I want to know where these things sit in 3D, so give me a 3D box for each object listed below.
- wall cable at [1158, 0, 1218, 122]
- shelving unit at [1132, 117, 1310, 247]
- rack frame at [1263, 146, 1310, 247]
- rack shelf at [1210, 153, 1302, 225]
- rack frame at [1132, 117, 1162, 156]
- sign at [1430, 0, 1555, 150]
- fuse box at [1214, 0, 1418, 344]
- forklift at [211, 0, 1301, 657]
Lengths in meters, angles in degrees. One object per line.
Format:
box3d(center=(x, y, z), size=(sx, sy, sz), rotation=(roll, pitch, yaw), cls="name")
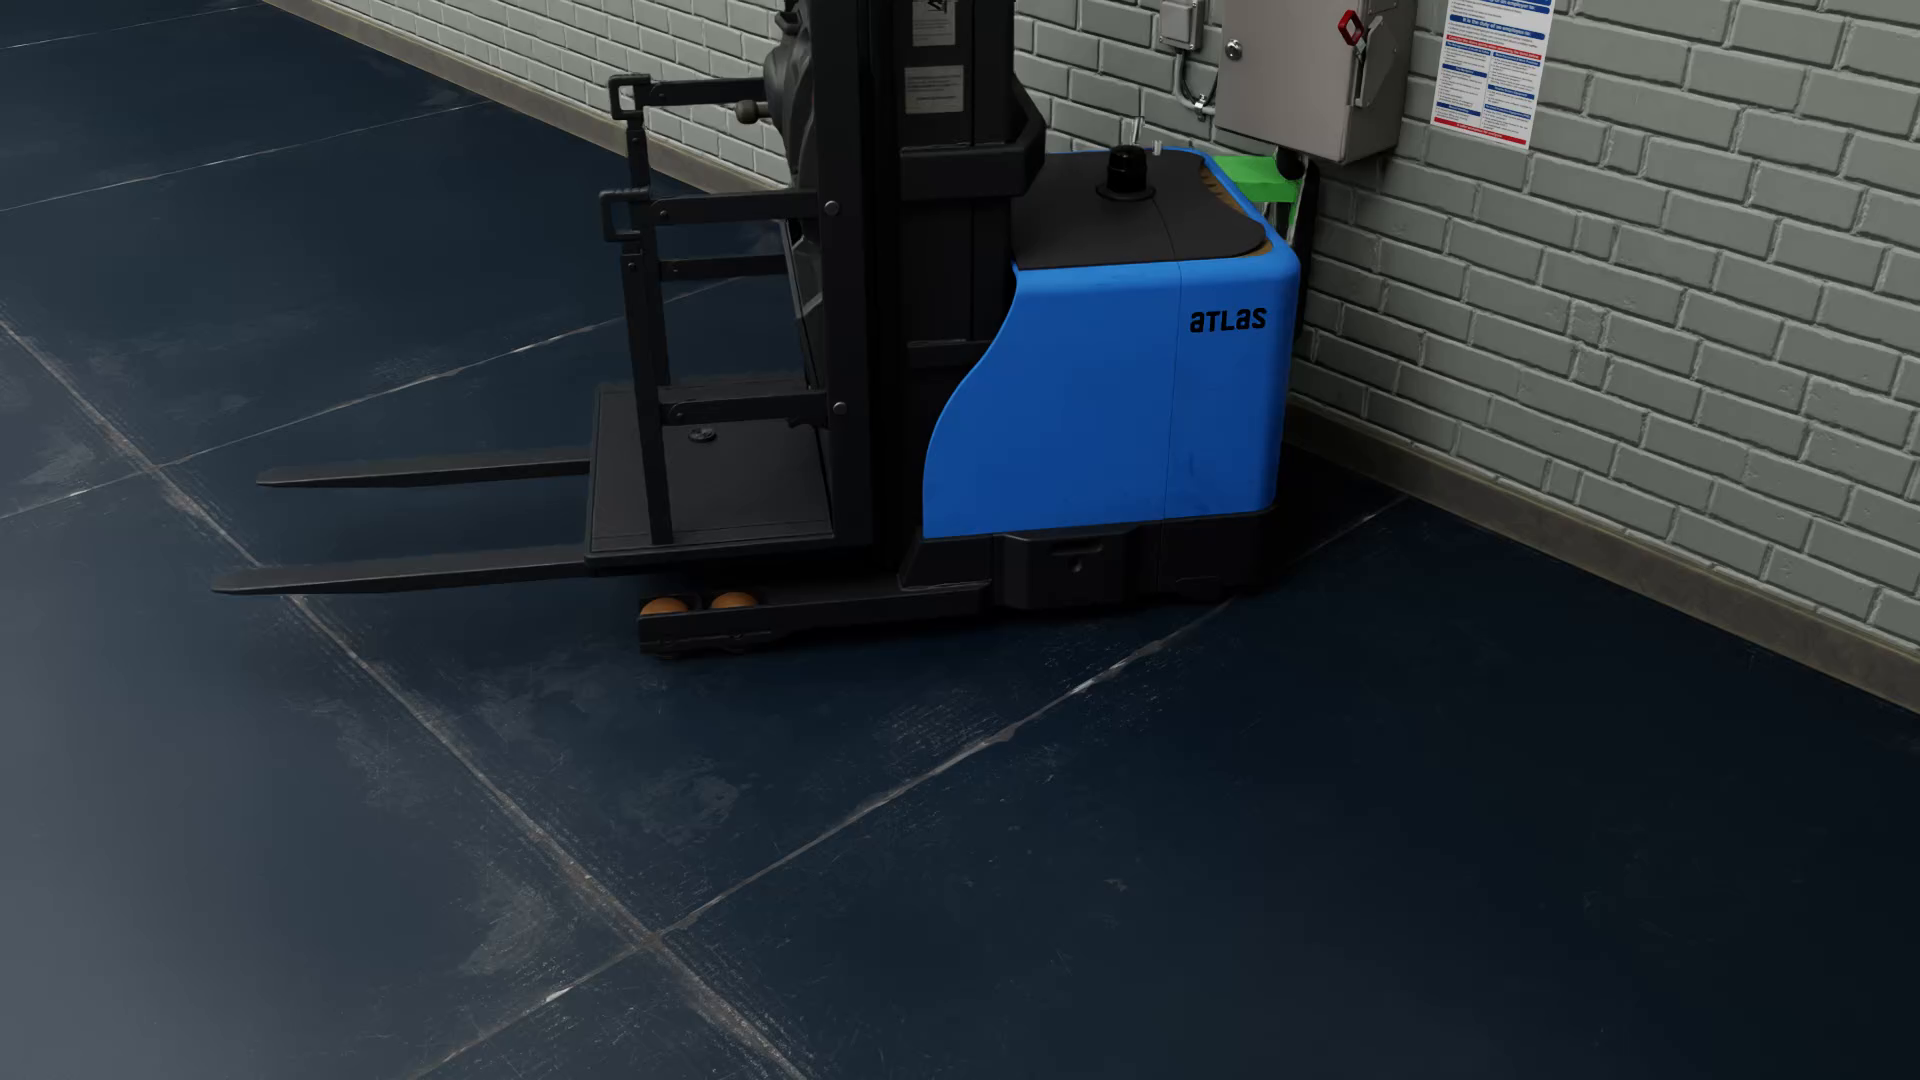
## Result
box3d(center=(0.681, -2.298, 5.160), size=(0.122, 1.984, 0.588), rotation=(-26, 40, -35), cls="wall cable")
box3d(center=(0.772, -0.774, 5.527), size=(0.503, 1.200, 0.258), rotation=(-1, 33, -12), cls="shelving unit")
box3d(center=(1.011, -0.780, 5.576), size=(0.015, 1.200, 0.240), rotation=(-1, 33, -12), cls="rack frame")
box3d(center=(0.809, -1.124, 5.306), size=(0.480, 0.148, 0.258), rotation=(-1, 33, -12), cls="rack shelf")
box3d(center=(0.533, -0.767, 5.478), size=(0.015, 1.200, 0.240), rotation=(-1, 33, -12), cls="rack frame")
box3d(center=(1.517, -1.392, 4.742), size=(0.001, 0.494, 0.329), rotation=(-26, 40, -35), cls="sign")
box3d(center=(1.030, -0.998, 5.243), size=(0.414, 1.711, 0.539), rotation=(-26, 40, -35), cls="fuse box")
box3d(center=(-0.628, -1.215, 4.427), size=(3.031, 2.935, 1.130), rotation=(-5, 32, -8), cls="forklift")
